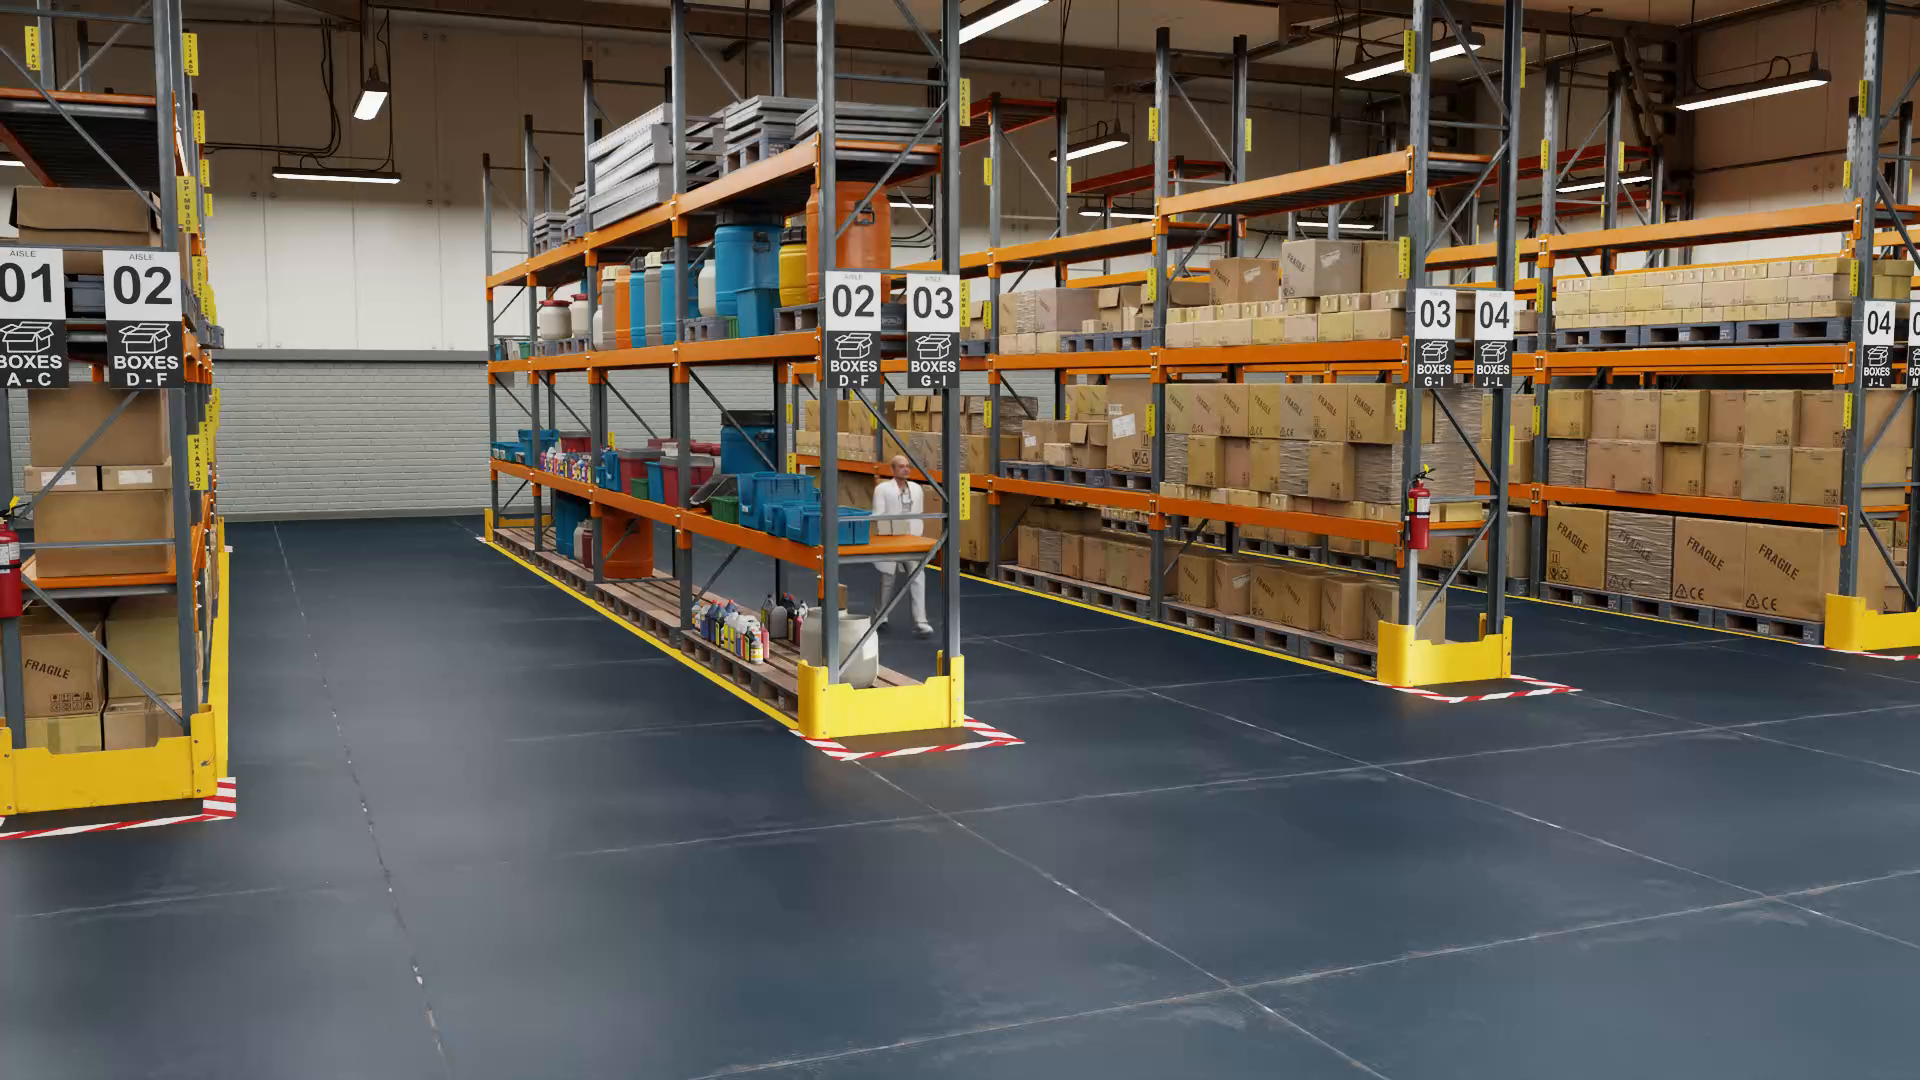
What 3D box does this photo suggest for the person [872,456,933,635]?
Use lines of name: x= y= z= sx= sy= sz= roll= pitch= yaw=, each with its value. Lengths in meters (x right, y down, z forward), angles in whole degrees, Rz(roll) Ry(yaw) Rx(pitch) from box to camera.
person: x=-0.585 y=0.041 z=16.229 sx=0.576 sy=1.726 sz=1.151 roll=-2 pitch=6 yaw=-20
